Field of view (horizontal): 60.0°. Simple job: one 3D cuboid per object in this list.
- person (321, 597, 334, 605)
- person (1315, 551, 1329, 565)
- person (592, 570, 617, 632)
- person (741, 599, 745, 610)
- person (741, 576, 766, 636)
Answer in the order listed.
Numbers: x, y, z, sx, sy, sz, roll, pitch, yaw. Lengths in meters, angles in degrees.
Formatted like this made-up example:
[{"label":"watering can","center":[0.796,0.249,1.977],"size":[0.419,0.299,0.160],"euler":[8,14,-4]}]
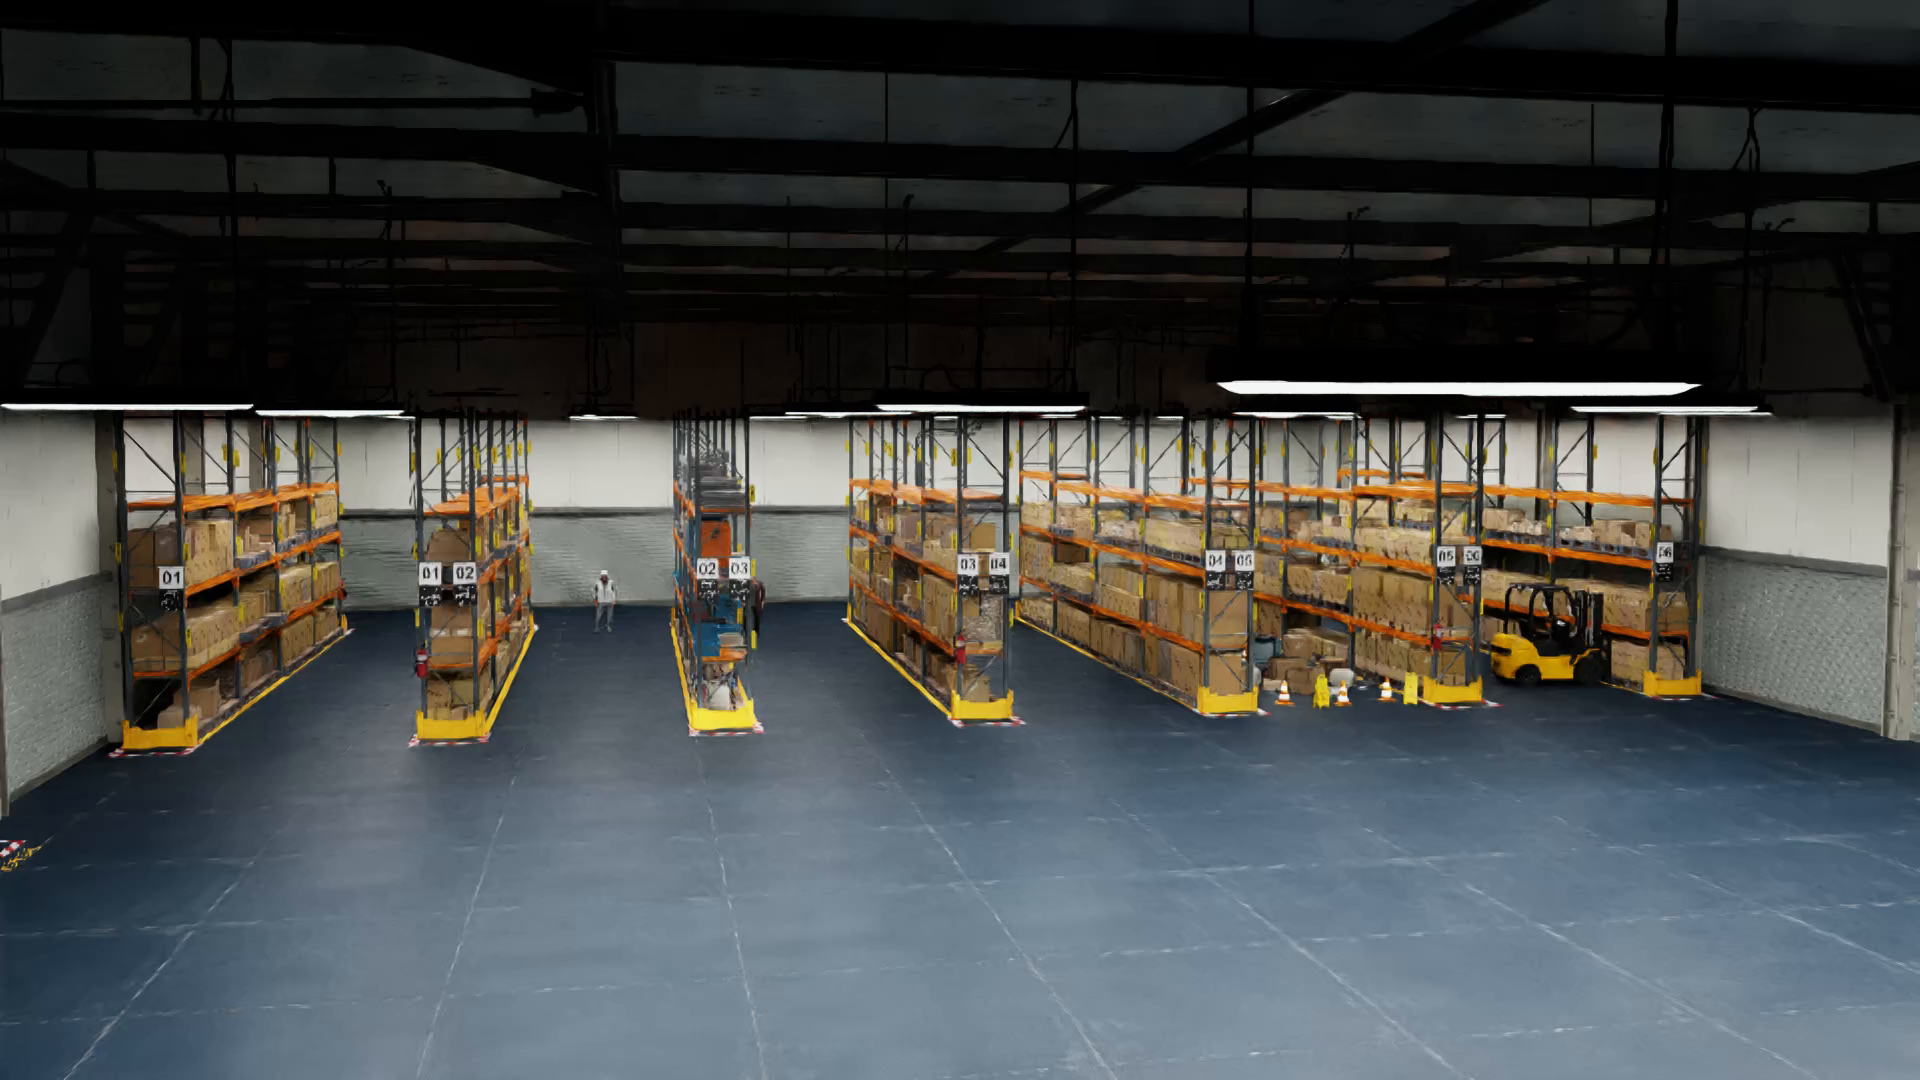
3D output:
[{"label":"person","center":[-17.545,1.548,46.016],"size":[0.530,1.785,0.710],"euler":[2,4,25]},{"label":"person","center":[11.415,1.089,52.495],"size":[0.376,1.782,0.618],"euler":[-4,6,-44]},{"label":"person","center":[-9.665,1.655,45.207],"size":[0.677,1.726,0.574],"euler":[-1,4,-13]},{"label":"person","center":[-6.636,1.245,50.353],"size":[0.703,1.775,0.434],"euler":[4,5,42]},{"label":"person","center":[-5.555,1.702,44.460],"size":[0.729,1.733,0.546],"euler":[-1,4,-13]}]
